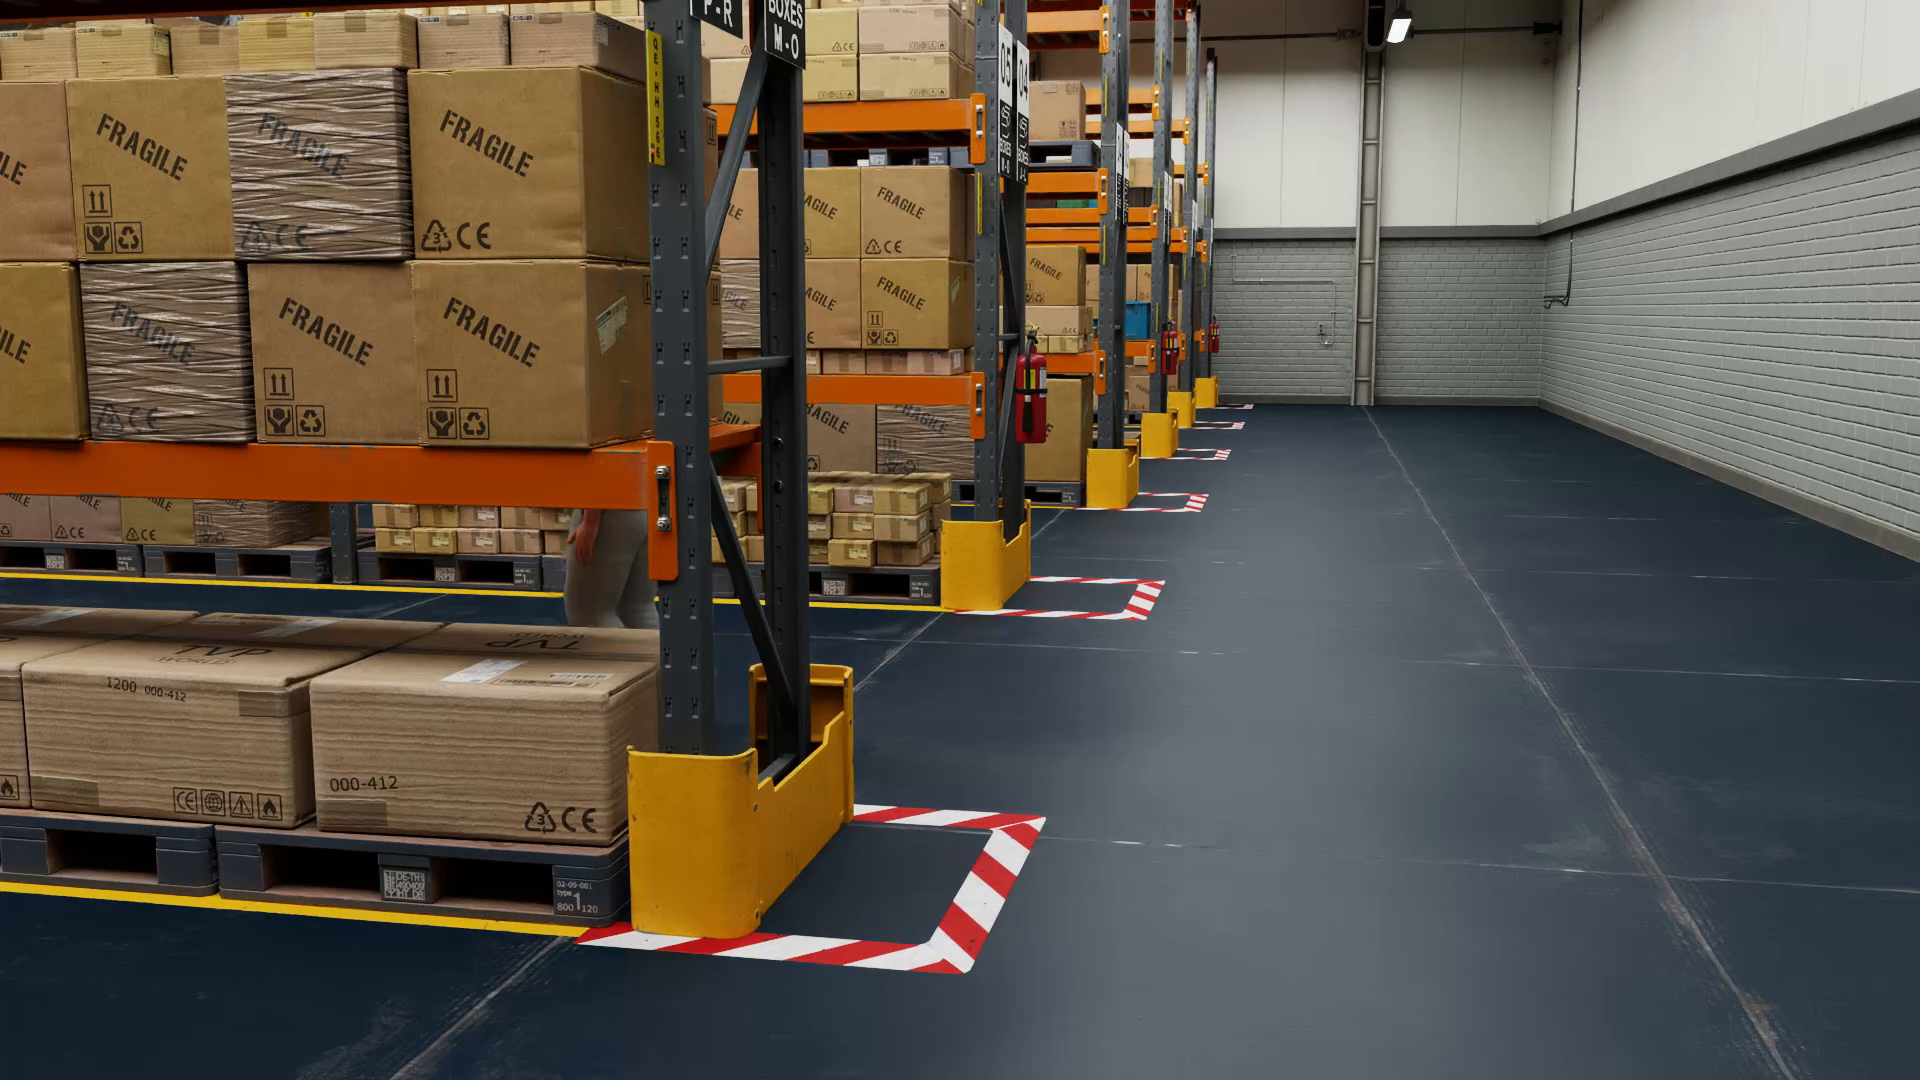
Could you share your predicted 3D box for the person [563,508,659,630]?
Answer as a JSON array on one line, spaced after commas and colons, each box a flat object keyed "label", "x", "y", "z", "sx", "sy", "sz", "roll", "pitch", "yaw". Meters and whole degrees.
[{"label": "person", "x": -1.329, "y": -0.072, "z": 6.400, "sx": 0.393, "sy": 1.814, "sz": 0.559, "roll": 2, "pitch": 8, "yaw": 12}]
